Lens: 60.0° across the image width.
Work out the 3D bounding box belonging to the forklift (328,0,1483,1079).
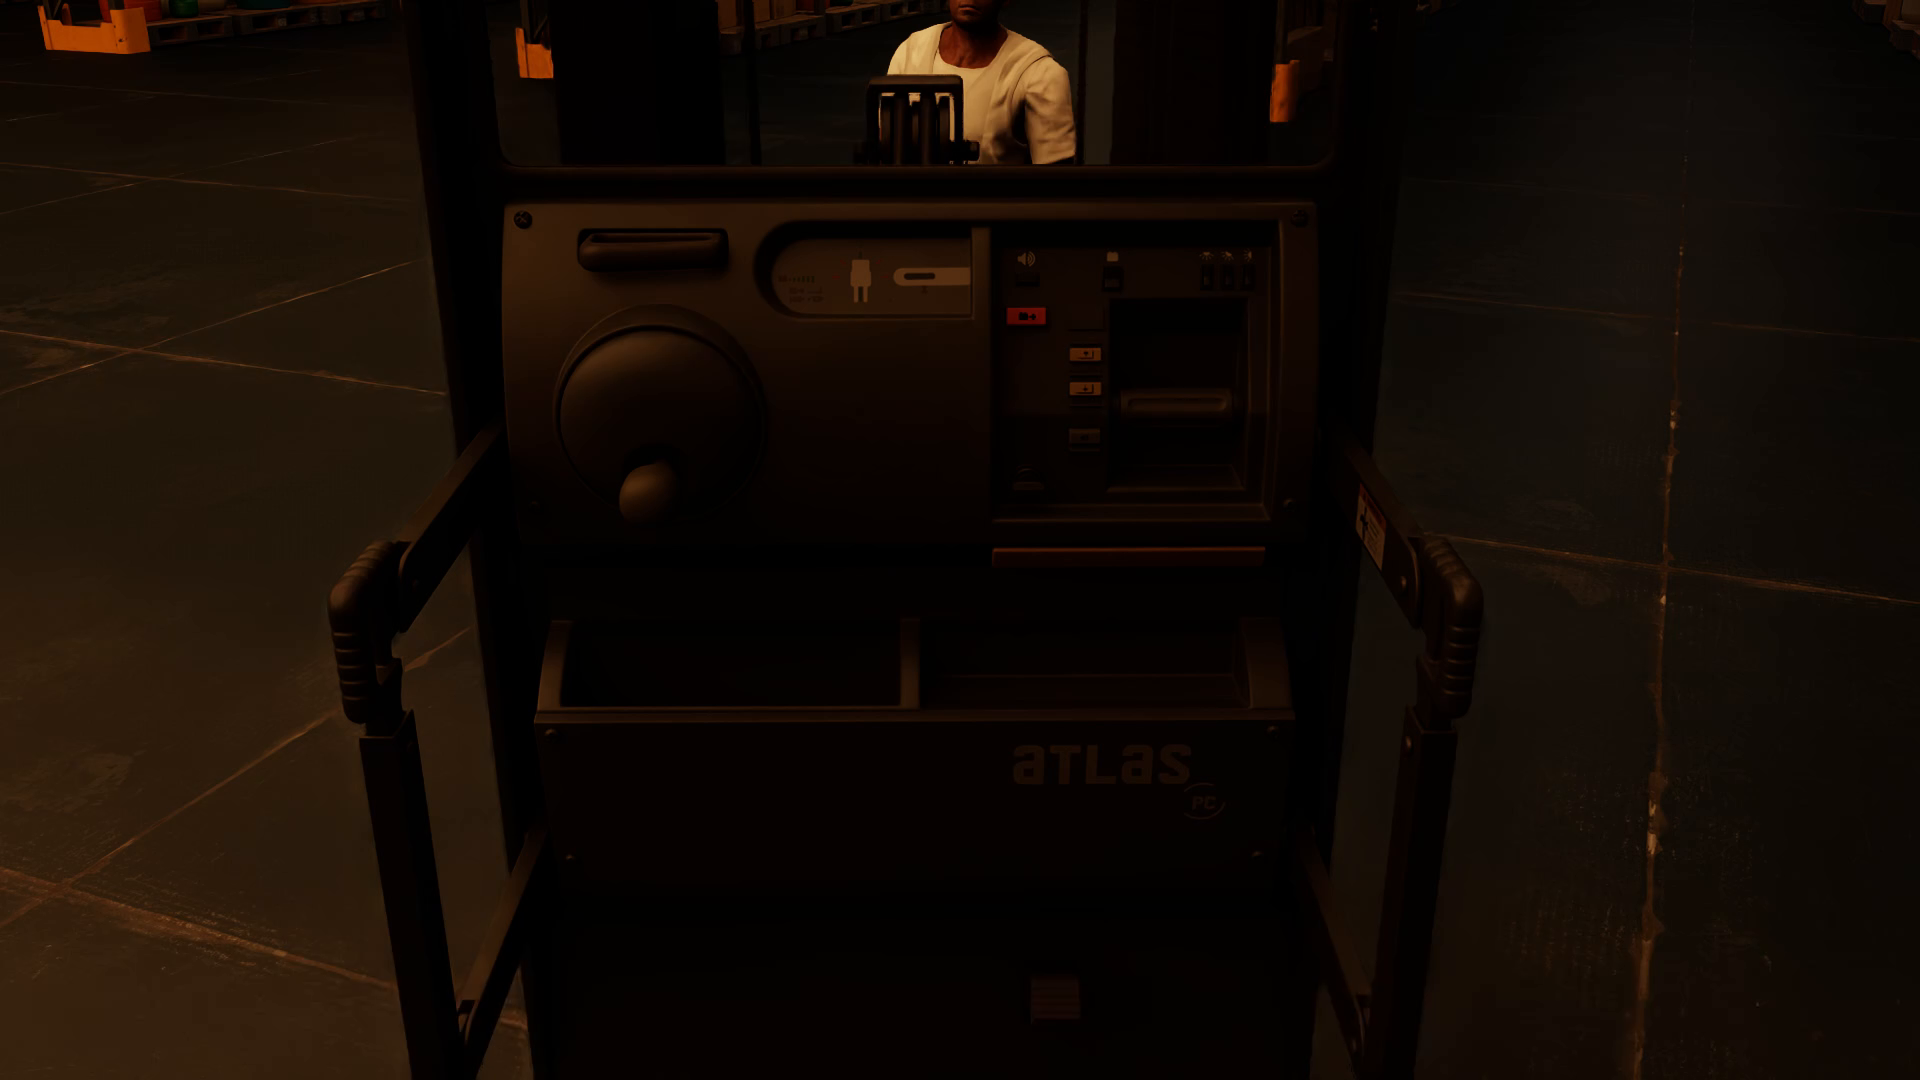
[{"bbox_3d":[-0.051,-0.176,1.714,1.130,2.935,3.031,0,23,-1],"label":"forklift"}]

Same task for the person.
[{"bbox_3d":[-0.032,-0.798,4.693,0.666,1.765,0.577,9,24,21],"label":"person"}]
